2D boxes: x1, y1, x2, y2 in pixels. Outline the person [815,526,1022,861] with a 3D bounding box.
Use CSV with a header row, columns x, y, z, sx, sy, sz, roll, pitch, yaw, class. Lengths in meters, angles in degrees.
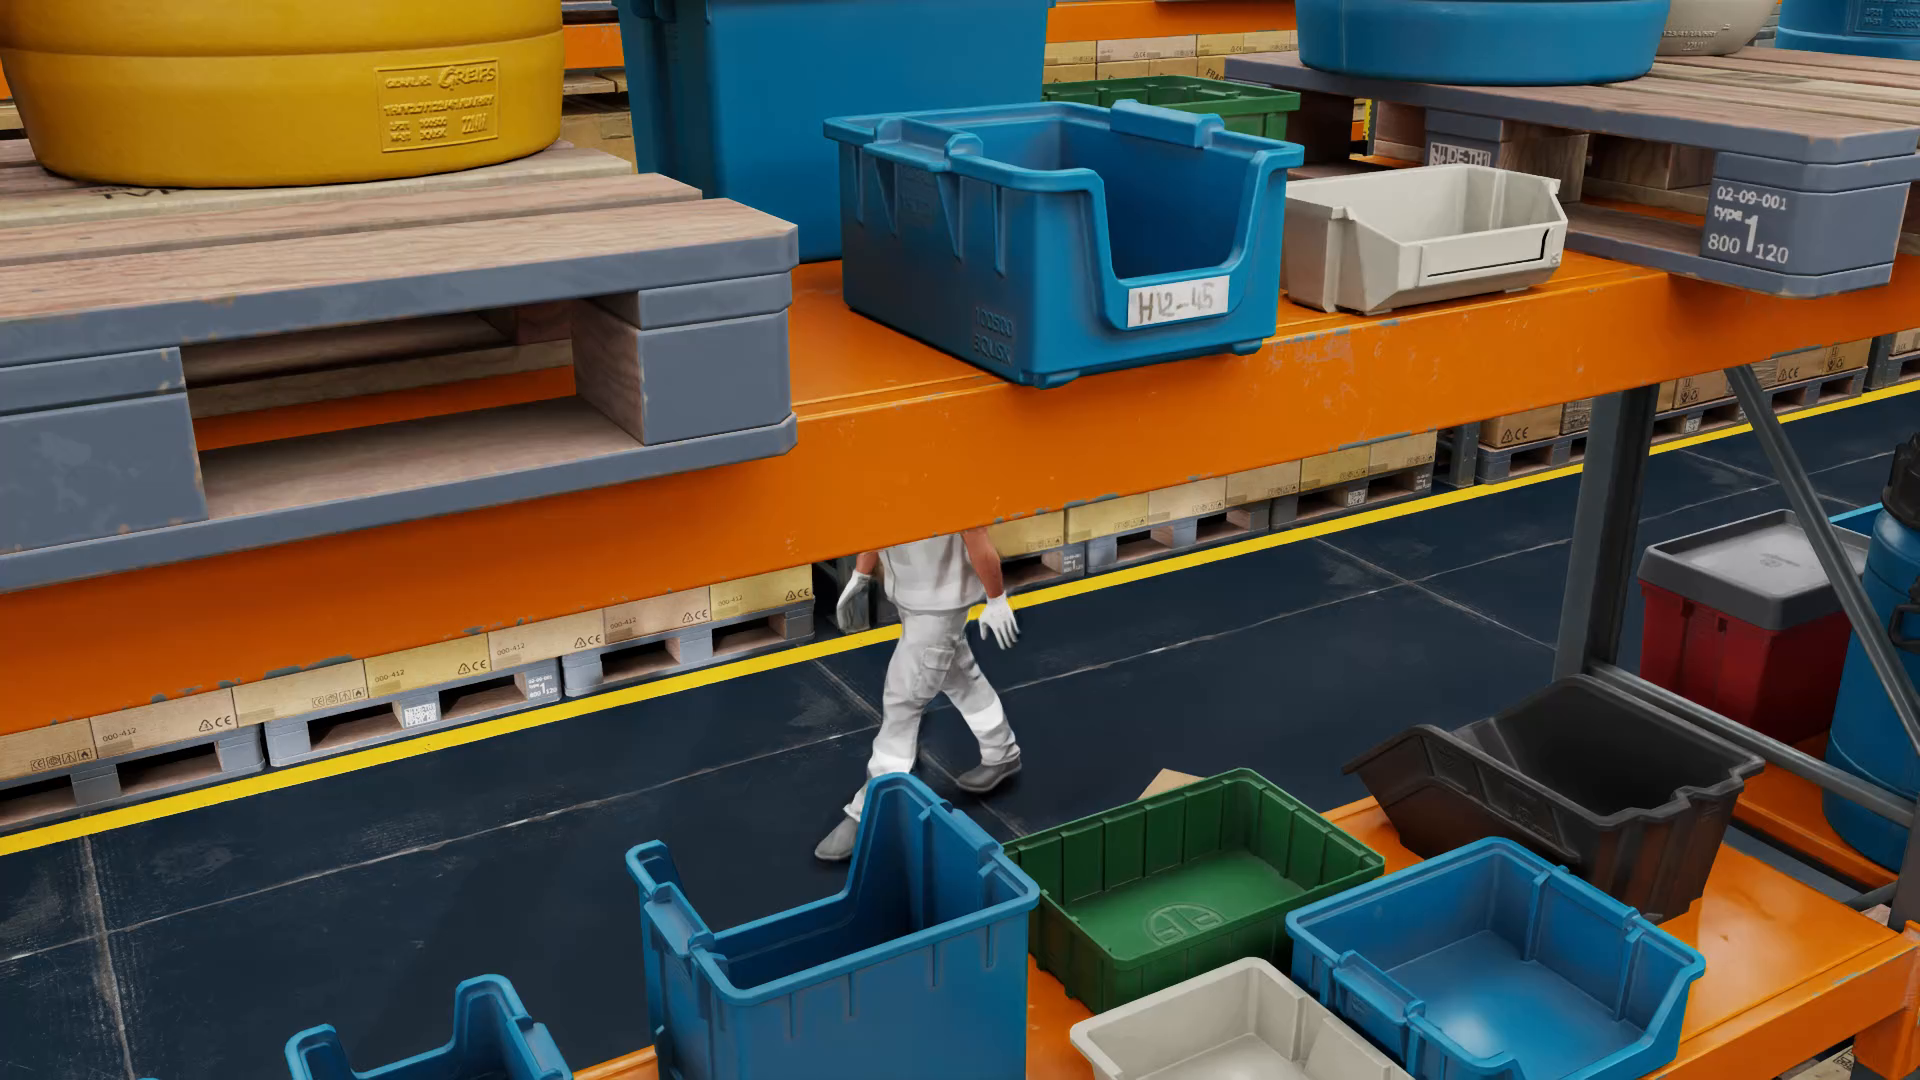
x,y,z,sx,sy,sz,roll,pitch,yaw,class
-0.169,0.208,5.986,0.970,1.727,0.581,-11,24,-26,person
